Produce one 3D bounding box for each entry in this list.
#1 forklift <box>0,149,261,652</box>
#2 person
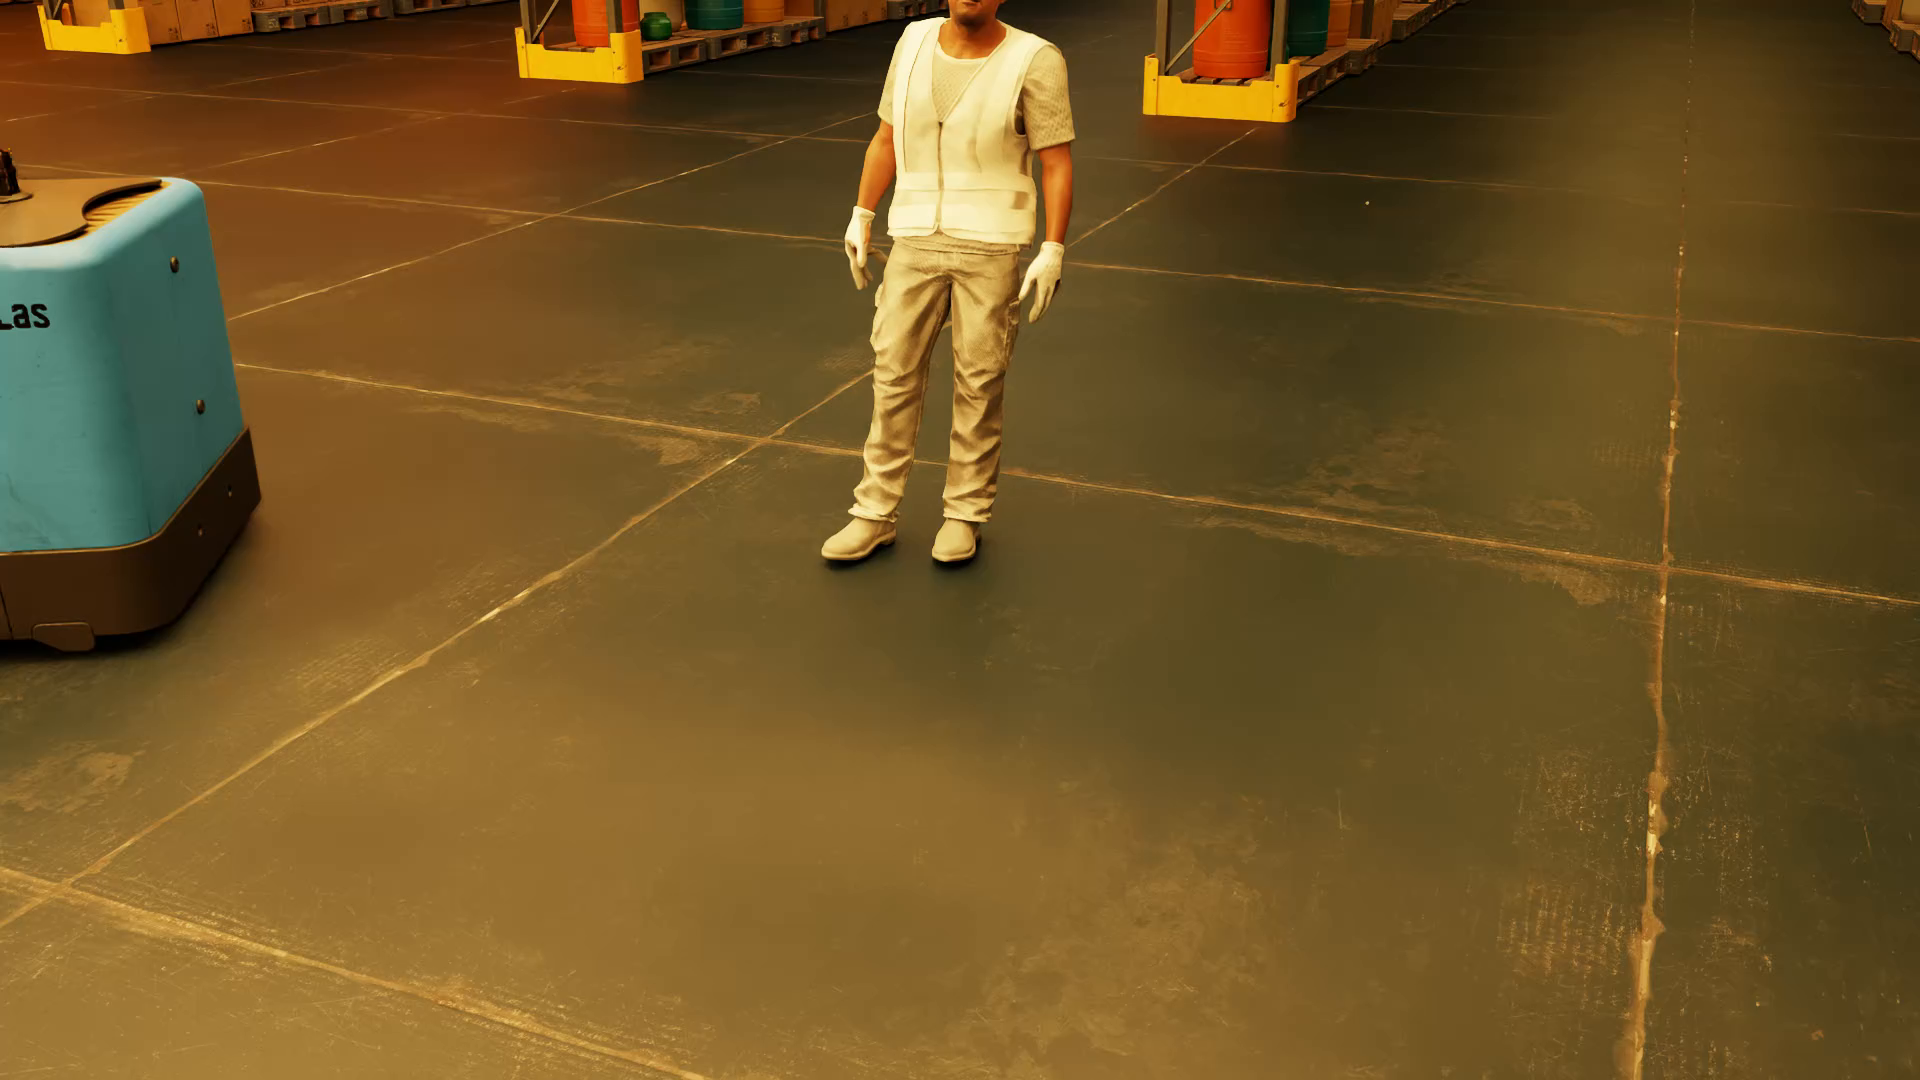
[{"bbox_3d":[-3.634,-1.172,4.096,3.031,2.935,1.130,-3,23,-7],"label":"forklift"},{"bbox_3d":[-0.035,-0.804,4.687,0.656,1.784,0.575,9,24,21],"label":"person"}]
